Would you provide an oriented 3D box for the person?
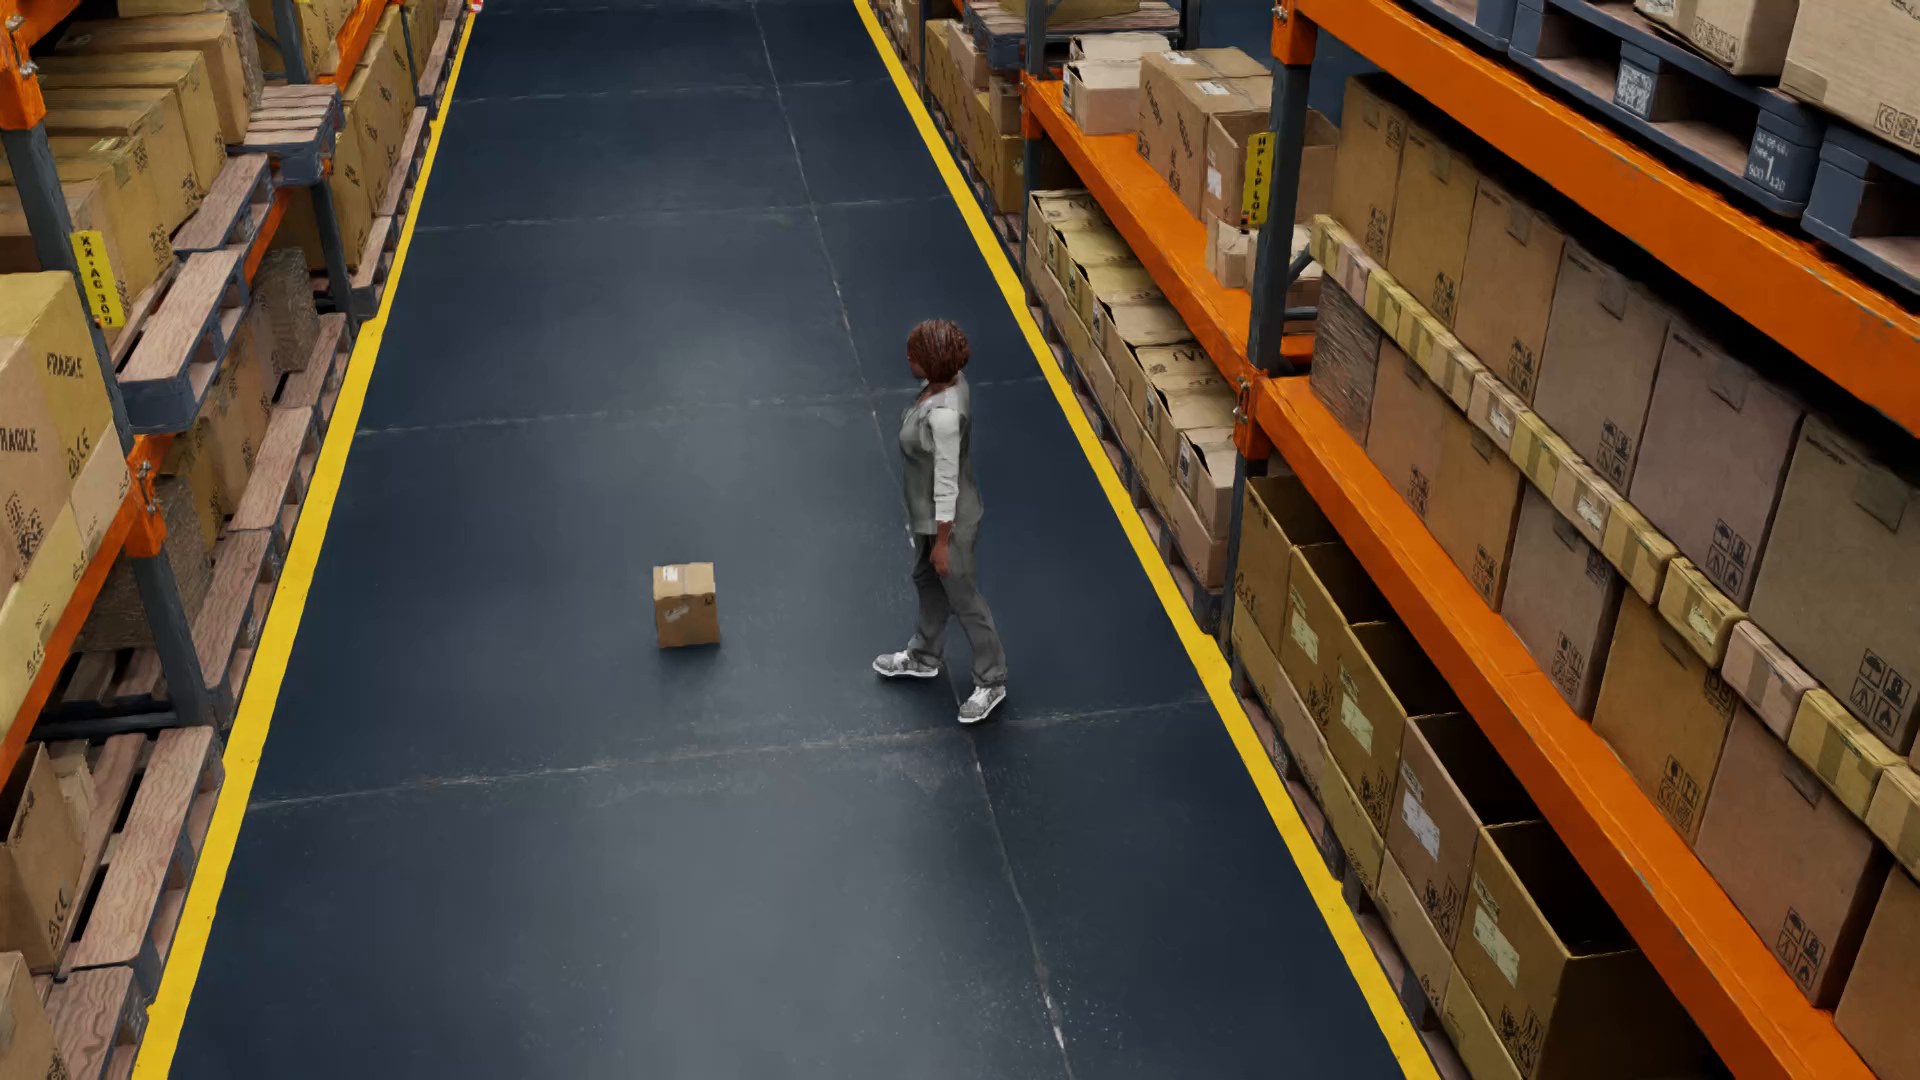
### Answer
[{"bbox_3d":[-0.083,-0.104,6.284,0.533,1.587,0.596,-2,31,-4],"label":"person"}]
